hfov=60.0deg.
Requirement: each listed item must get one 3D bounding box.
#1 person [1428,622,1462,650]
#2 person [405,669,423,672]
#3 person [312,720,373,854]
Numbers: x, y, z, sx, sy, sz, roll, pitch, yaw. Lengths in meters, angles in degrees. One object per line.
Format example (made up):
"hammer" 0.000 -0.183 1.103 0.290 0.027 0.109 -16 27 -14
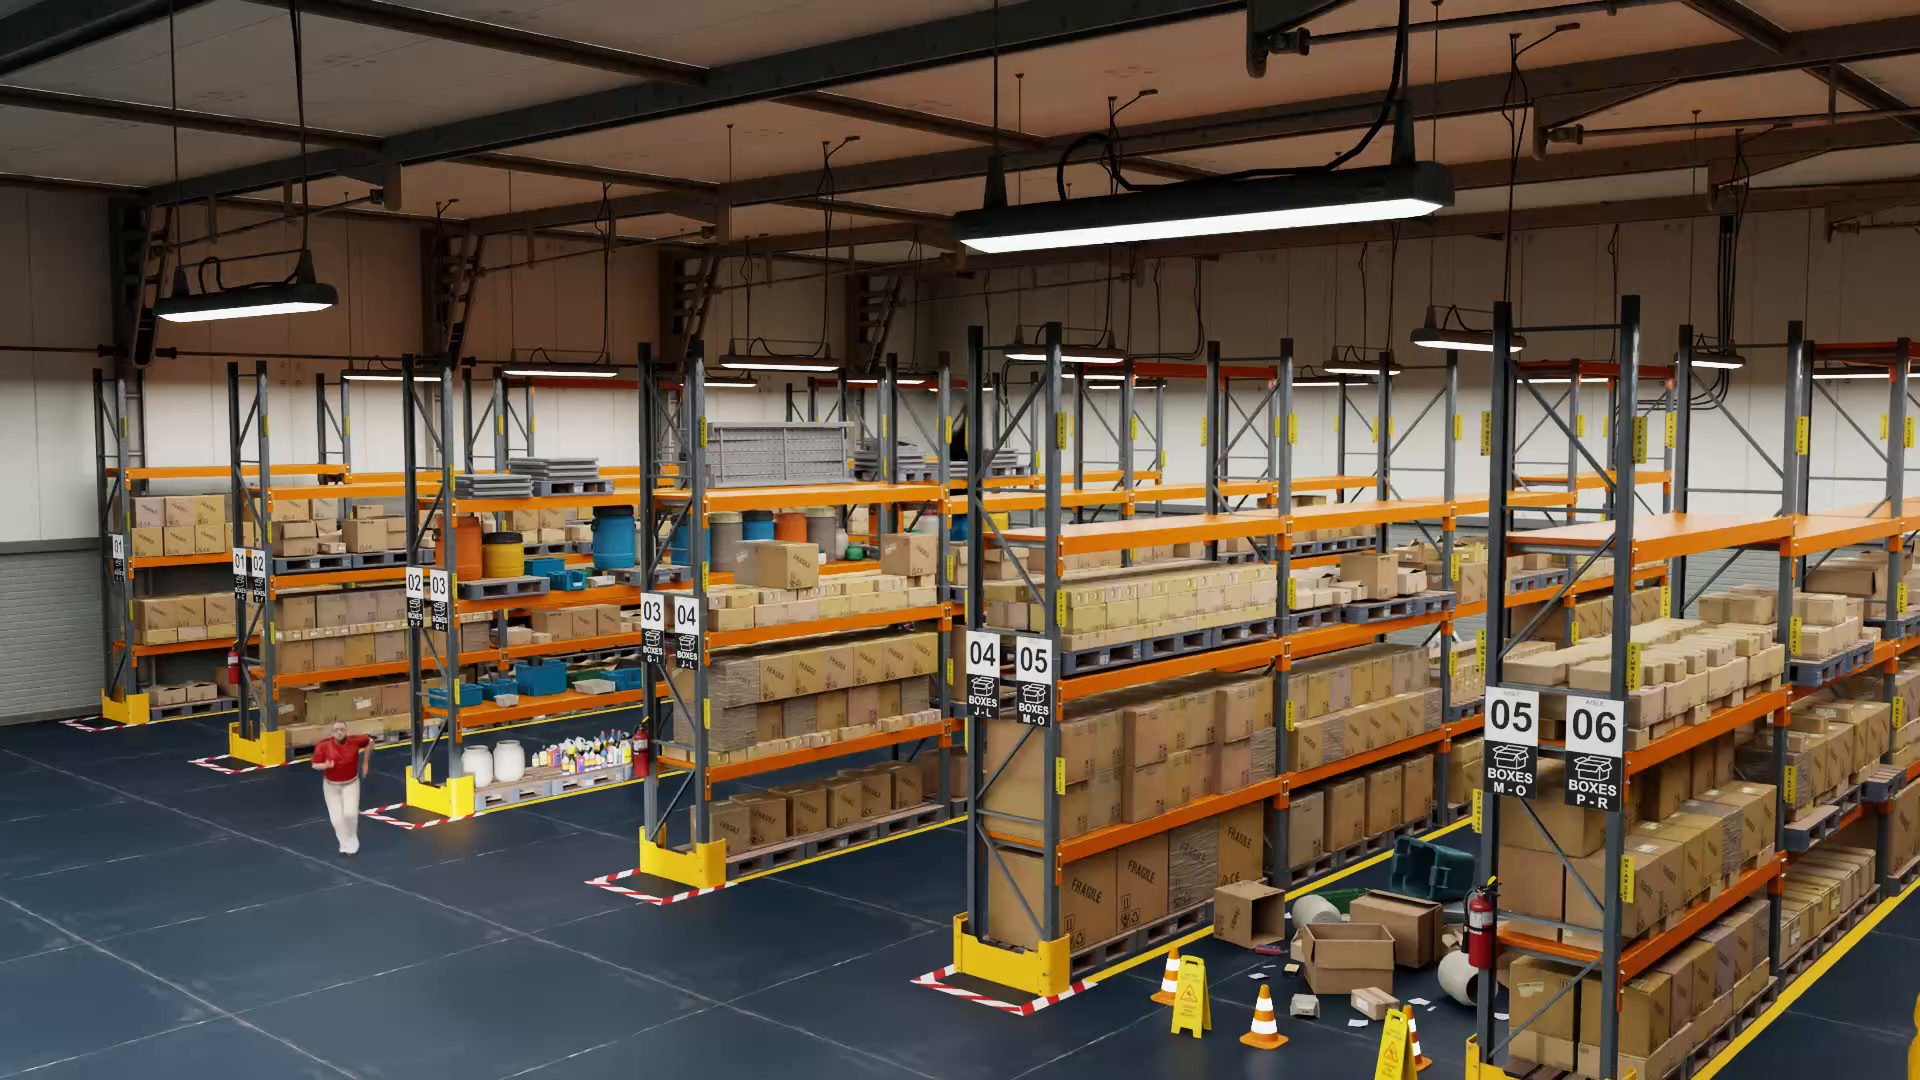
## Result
"person" 8.620 2.177 29.515 0.655 1.659 0.814 1 4 7
"person" -9.461 2.278 28.653 0.533 1.536 0.576 3 5 36
"person" -7.208 2.890 19.421 0.641 1.646 0.869 -1 4 -15
